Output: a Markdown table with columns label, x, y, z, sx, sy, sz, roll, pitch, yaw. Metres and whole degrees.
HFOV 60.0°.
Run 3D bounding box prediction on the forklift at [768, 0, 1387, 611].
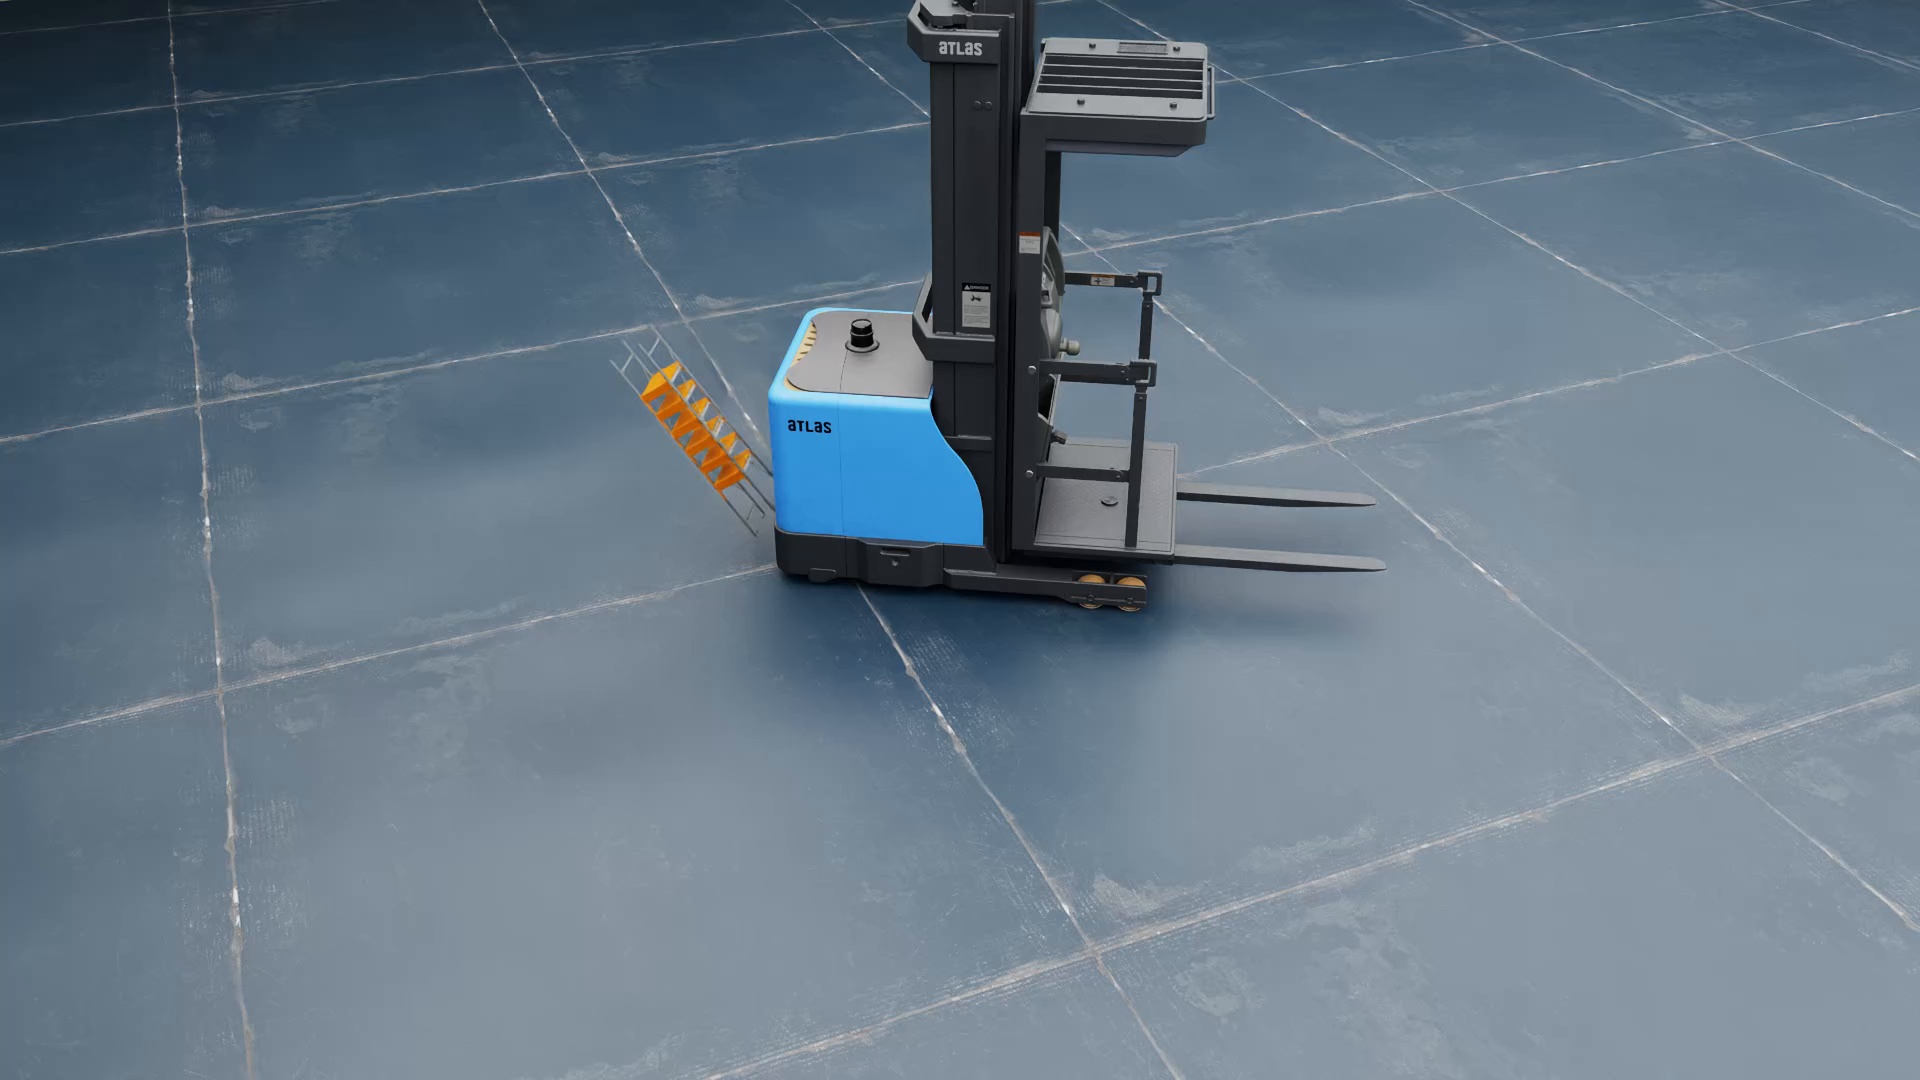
| label | x | y | z | sx | sy | sz | roll | pitch | yaw |
| --- | --- | --- | --- | --- | --- | --- | --- | --- | --- |
| forklift | 0.625 | -1.185 | 7.884 | 3.031 | 2.935 | 1.130 | 4 | 33 | 6 |

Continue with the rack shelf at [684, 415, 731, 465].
| label | x | y | z | sx | sy | sz | roll | pitch | yaw |
| --- | --- | --- | --- | --- | --- | --- | --- | --- | --- |
| rack shelf | -1.300 | -0.526 | 8.614 | 0.180 | 0.103 | 0.258 | -27 | 26 | 22 |

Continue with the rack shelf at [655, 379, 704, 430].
| label | x | y | z | sx | sy | sz | roll | pitch | yaw |
| --- | --- | --- | --- | --- | --- | --- | --- | --- | --- |
| rack shelf | -1.433 | -0.701 | 8.518 | 0.180 | 0.103 | 0.258 | -27 | 26 | 22 |

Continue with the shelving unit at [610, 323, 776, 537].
| label | x | y | z | sx | sy | sz | roll | pitch | yaw |
| --- | --- | --- | --- | --- | --- | --- | --- | --- | --- |
| shelving unit | -1.325 | -0.558 | 8.596 | 0.189 | 1.200 | 0.258 | -27 | 26 | 22 |

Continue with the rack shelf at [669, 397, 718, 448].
| label | x | y | z | sx | sy | sz | roll | pitch | yaw |
| --- | --- | --- | --- | --- | --- | --- | --- | --- | --- |
| rack shelf | -1.367 | -0.614 | 8.566 | 0.180 | 0.103 | 0.258 | -27 | 26 | 22 |

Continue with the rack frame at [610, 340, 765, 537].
| label | x | y | z | sx | sy | sz | roll | pitch | yaw |
| --- | --- | --- | --- | --- | --- | --- | --- | --- | --- |
| rack frame | -1.400 | -0.520 | 8.631 | 0.006 | 1.200 | 0.240 | -27 | 26 | 22 |

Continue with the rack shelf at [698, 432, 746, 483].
| label | x | y | z | sx | sy | sz | roll | pitch | yaw |
| --- | --- | --- | --- | --- | --- | --- | --- | --- | --- |
| rack shelf | -1.234 | -0.439 | 8.662 | 0.180 | 0.103 | 0.258 | -27 | 26 | 22 |

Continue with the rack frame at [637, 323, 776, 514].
| label | x | y | z | sx | sy | sz | roll | pitch | yaw |
| --- | --- | --- | --- | --- | --- | --- | --- | --- | --- |
| rack frame | -1.249 | -0.597 | 8.561 | 0.006 | 1.200 | 0.240 | -27 | 26 | 22 |

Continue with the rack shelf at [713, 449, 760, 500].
| label | x | y | z | sx | sy | sz | roll | pitch | yaw |
| --- | --- | --- | --- | --- | --- | --- | --- | --- | --- |
| rack shelf | -1.167 | -0.351 | 8.710 | 0.180 | 0.103 | 0.258 | -27 | 26 | 22 |

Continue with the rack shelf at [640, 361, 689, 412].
| label | x | y | z | sx | sy | sz | roll | pitch | yaw |
| --- | --- | --- | --- | --- | --- | --- | --- | --- | --- |
| rack shelf | -1.500 | -0.788 | 8.469 | 0.180 | 0.103 | 0.258 | -27 | 26 | 22 |
